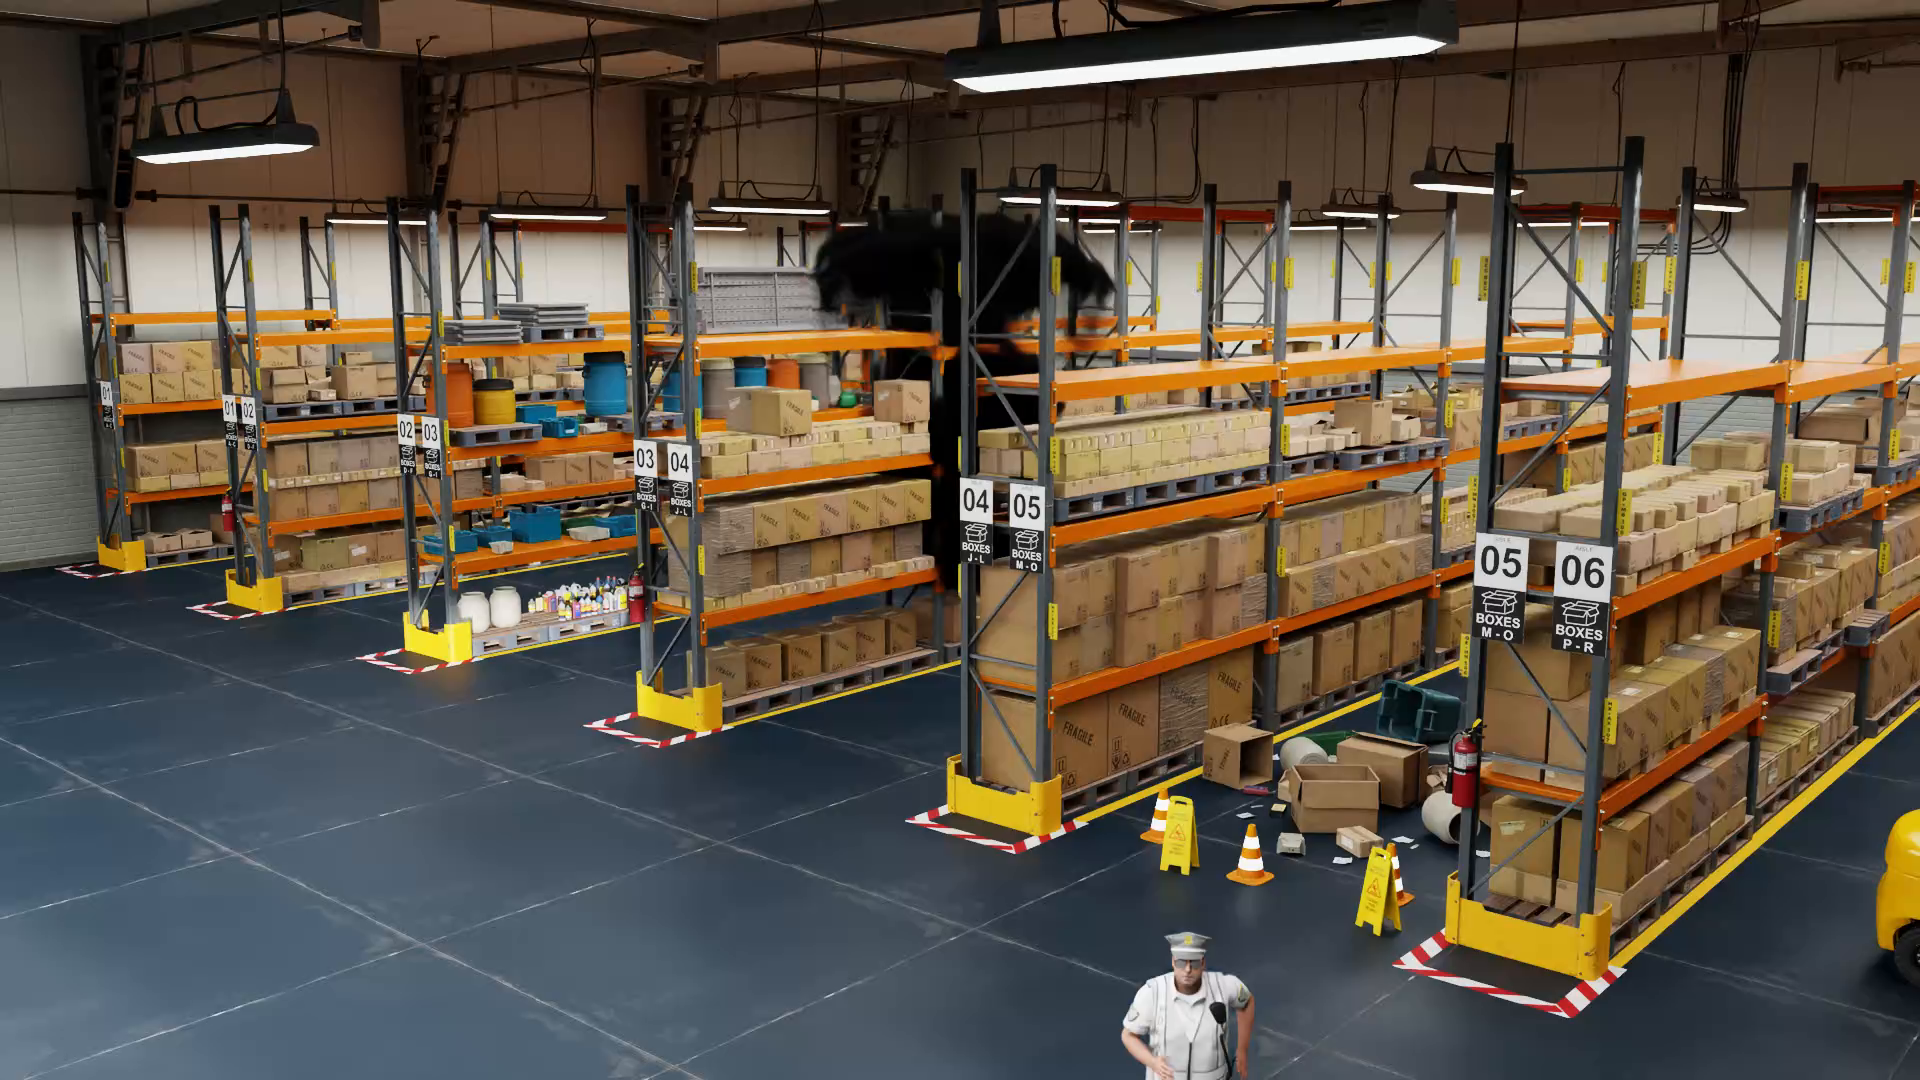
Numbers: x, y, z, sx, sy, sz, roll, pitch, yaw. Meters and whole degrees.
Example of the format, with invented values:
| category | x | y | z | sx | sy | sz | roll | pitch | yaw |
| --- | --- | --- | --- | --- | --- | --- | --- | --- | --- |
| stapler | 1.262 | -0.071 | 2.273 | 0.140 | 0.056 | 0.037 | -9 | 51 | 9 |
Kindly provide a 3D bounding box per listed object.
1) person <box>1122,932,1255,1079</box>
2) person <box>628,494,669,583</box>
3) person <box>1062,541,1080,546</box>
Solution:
| category | x | y | z | sx | sy | sz | roll | pitch | yaw |
| --- | --- | --- | --- | --- | --- | --- | --- | --- | --- |
| person | 1.194 | 2.890 | 8.736 | 0.691 | 1.853 | 0.913 | 1 | 10 | 8 |
| person | -4.975 | -0.040 | 26.604 | 0.838 | 1.699 | 0.600 | -9 | 13 | -44 |
| person | 1.294 | 0.735 | 20.069 | 0.580 | 1.670 | 0.861 | 6 | 11 | 31 |
